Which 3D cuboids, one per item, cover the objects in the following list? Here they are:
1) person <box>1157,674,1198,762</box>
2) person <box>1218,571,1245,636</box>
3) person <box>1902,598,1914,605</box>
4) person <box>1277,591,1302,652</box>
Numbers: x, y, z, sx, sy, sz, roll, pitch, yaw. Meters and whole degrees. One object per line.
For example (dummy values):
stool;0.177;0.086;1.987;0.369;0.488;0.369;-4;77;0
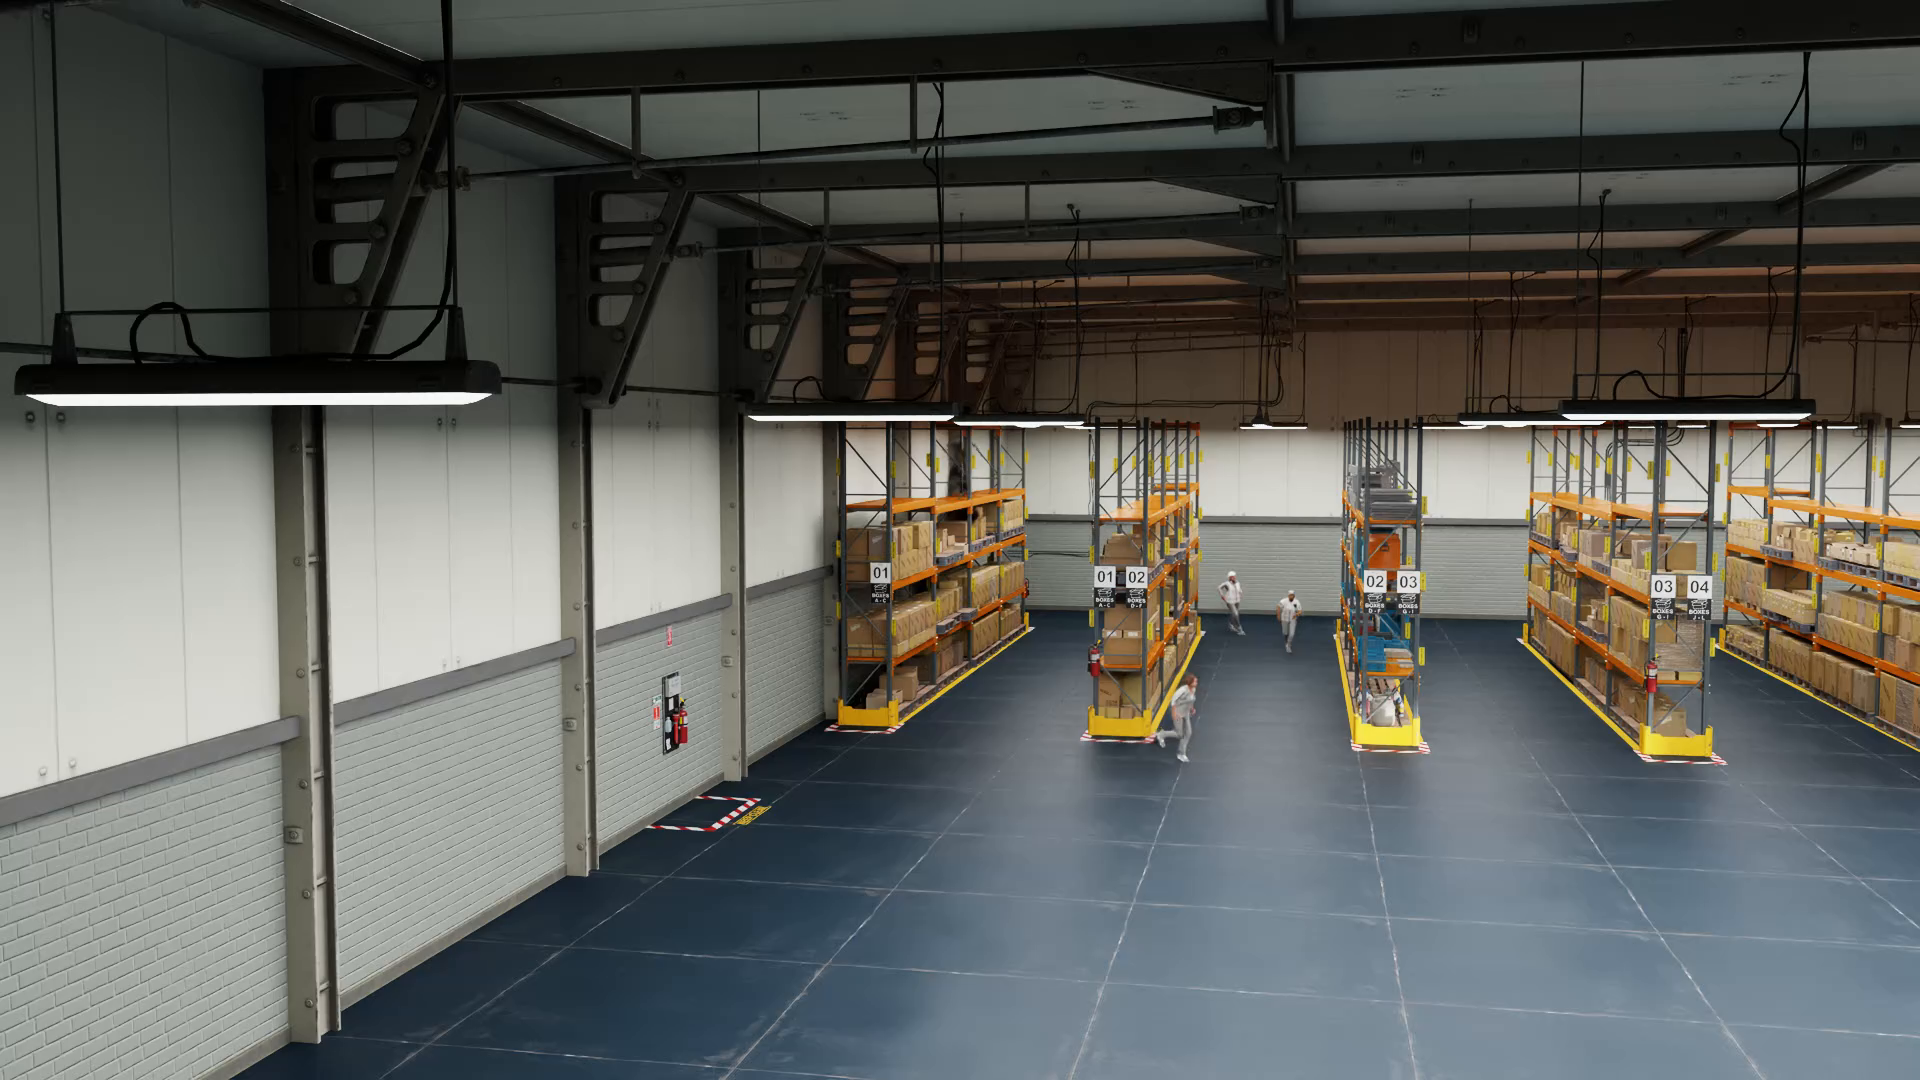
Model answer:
person;3.812;3.092;29.110;0.788;1.544;0.537;3;5;37
person;7.704;1.779;47.079;0.691;1.800;0.882;-2;4;-29
person;22.365;2.269;39.253;0.600;1.765;0.829;0;4;3
person;8.588;2.123;43.380;0.644;1.622;0.610;1;4;11
